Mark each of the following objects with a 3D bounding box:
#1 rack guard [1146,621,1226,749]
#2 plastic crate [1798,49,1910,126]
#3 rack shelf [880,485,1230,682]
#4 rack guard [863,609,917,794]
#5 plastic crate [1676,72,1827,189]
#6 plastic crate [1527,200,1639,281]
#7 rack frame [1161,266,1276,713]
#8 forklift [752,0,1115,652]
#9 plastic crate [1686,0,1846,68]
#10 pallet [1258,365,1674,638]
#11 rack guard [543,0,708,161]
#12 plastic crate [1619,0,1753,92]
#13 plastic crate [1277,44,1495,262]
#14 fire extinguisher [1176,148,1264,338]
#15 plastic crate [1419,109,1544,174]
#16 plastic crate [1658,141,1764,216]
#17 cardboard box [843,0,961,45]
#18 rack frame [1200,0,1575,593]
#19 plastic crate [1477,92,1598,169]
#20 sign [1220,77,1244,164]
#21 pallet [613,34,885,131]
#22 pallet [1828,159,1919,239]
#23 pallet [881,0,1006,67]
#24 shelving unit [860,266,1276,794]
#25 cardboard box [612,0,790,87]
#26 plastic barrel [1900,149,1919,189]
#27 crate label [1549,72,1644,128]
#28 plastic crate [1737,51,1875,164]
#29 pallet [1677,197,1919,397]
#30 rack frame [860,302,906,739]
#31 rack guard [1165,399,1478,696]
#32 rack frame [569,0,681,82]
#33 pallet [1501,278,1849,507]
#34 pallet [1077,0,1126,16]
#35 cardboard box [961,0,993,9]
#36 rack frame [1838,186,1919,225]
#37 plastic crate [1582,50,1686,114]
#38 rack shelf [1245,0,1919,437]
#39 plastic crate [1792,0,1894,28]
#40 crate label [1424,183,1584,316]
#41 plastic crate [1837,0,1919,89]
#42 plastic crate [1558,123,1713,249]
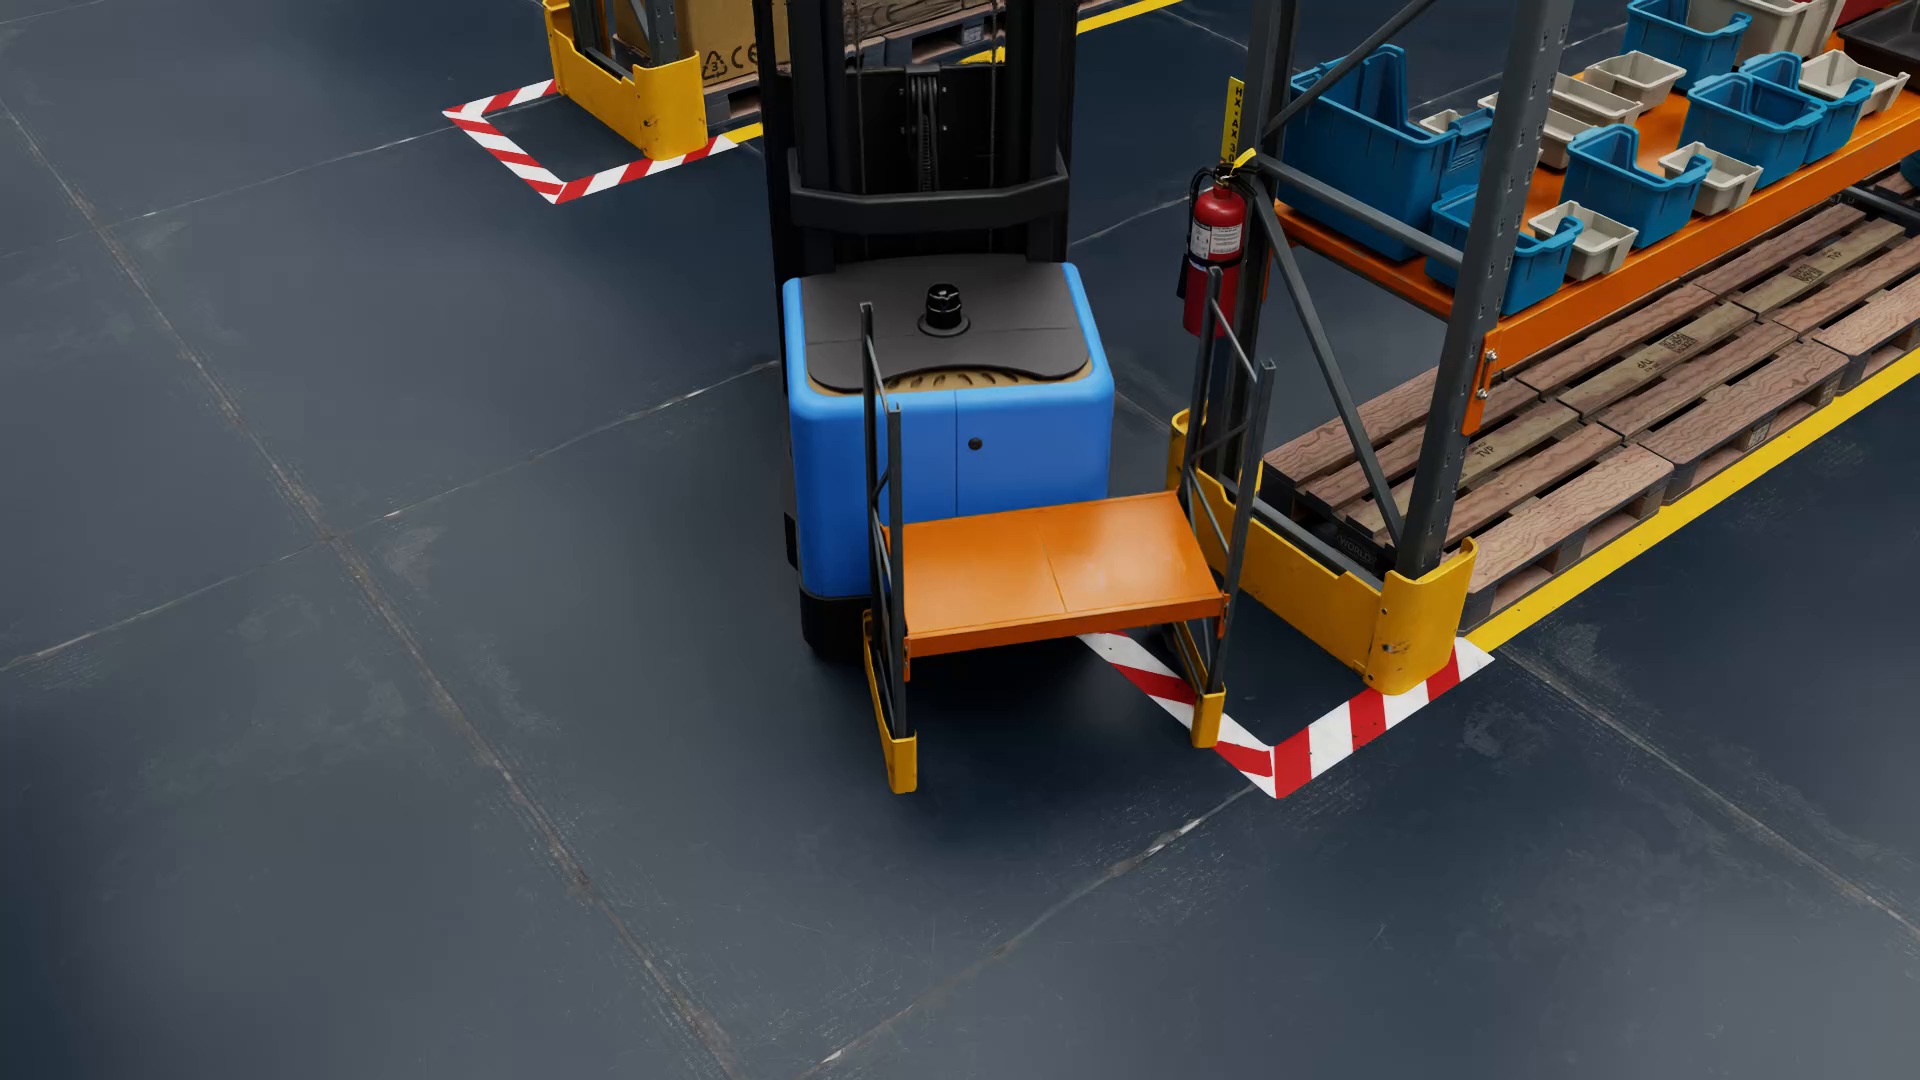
[{"bbox_3d":[0.748,0.391,5.549,0.087,0.250,0.587,-7,43,-9],"label":"rack guard"},{"bbox_3d":[3.213,-1.636,6.040,0.466,0.136,0.293,-26,46,-28],"label":"plastic crate"},{"bbox_3d":[0.273,0.124,5.174,1.000,0.185,0.538,-7,43,-9],"label":"rack shelf"},{"bbox_3d":[-0.229,0.515,5.399,0.087,0.250,0.587,-7,43,-9],"label":"rack guard"},{"bbox_3d":[2.679,-1.390,5.664,0.300,0.233,0.416,-26,46,-28],"label":"plastic crate"},{"bbox_3d":[1.940,-0.926,5.175,0.298,0.136,0.250,-26,46,-28],"label":"plastic crate"},{"bbox_3d":[0.773,-0.072,5.129,0.032,1.500,0.500,-7,43,-9],"label":"rack frame"},{"bbox_3d":[-0.176,-1.678,5.984,1.130,2.935,3.031,-4,40,-5],"label":"forklift"},{"bbox_3d":[3.088,-2.019,6.392,0.530,0.282,0.437,-26,46,-28],"label":"plastic crate"},{"bbox_3d":[1.917,-0.214,6.345,1.213,0.211,1.003,-26,46,-28],"label":"pallet"},{"bbox_3d":[-1.798,-2.508,8.913,0.348,0.500,1.175,-26,46,-28],"label":"rack guard"},{"bbox_3d":[2.711,-1.874,6.254,0.300,0.233,0.416,-26,46,-28],"label":"plastic crate"},{"bbox_3d":[1.391,-1.253,5.337,0.499,0.435,0.616,-26,46,-28],"label":"plastic crate"},{"bbox_3d":[0.843,-0.989,5.446,0.183,0.674,0.296,-26,46,-28],"label":"fire extinguisher"},{"bbox_3d":[1.775,-1.320,5.655,0.243,0.136,0.396,-26,46,-28],"label":"plastic crate"},{"bbox_3d":[2.478,-1.189,5.495,0.298,0.136,0.250,-26,46,-28],"label":"plastic crate"},{"bbox_3d":[-0.599,-3.464,9.452,0.875,0.875,0.875,-26,46,-28],"label":"cardboard box"},{"bbox_3d":[1.239,-0.993,5.095,0.127,3.000,1.000,-26,46,-28],"label":"rack frame"},{"bbox_3d":[2.014,-1.425,5.783,0.243,0.136,0.396,-26,46,-28],"label":"plastic crate"},{"bbox_3d":[0.891,-1.327,5.373,0.005,0.325,0.100,-26,46,-28],"label":"sign"},{"bbox_3d":[-1.193,-2.754,9.441,1.213,0.211,1.003,-26,46,-28],"label":"pallet"},{"bbox_3d":[5.048,-1.738,8.202,1.213,0.211,1.003,-26,46,-28],"label":"pallet"},{"bbox_3d":[-0.226,-3.223,10.012,1.213,0.211,1.003,-26,46,-28],"label":"pallet"},{"bbox_3d":[0.266,-0.007,5.051,1.083,1.500,0.587,-7,43,-9],"label":"shelving unit"},{"bbox_3d":[-1.320,-3.112,9.023,0.875,0.875,0.875,-26,46,-28],"label":"cardboard box"},{"bbox_3d":[4.852,-2.092,7.758,0.708,0.901,0.600,-26,46,-28],"label":"plastic barrel"},{"bbox_3d":[2.220,-1.545,5.929,0.243,0.136,0.396,-26,46,-28],"label":"crate label"},{"bbox_3d":[2.917,-1.506,5.806,0.300,0.233,0.416,-26,46,-28],"label":"plastic crate"},{"bbox_3d":[3.851,-1.157,7.494,1.213,0.211,1.003,-26,46,-28],"label":"pallet"},{"bbox_3d":[-0.224,0.055,4.976,0.032,1.500,0.500,-7,43,-9],"label":"rack frame"},{"bbox_3d":[1.228,-0.011,5.869,0.348,0.500,1.175,-26,46,-28],"label":"rack guard"},{"bbox_3d":[-1.779,-3.484,8.132,0.127,3.000,1.000,-26,46,-28],"label":"rack frame"},{"bbox_3d":[2.883,-0.683,6.916,1.213,0.211,1.003,-26,46,-28],"label":"pallet"},{"bbox_3d":[0.742,-3.697,10.590,1.213,0.211,1.003,-26,46,-28],"label":"pallet"},{"bbox_3d":[0.107,-3.808,9.871,0.875,0.875,0.875,-26,46,-28],"label":"cardboard box"},{"bbox_3d":[4.411,-2.539,6.980,0.127,3.000,1.000,-26,46,-28],"label":"rack frame"},{"bbox_3d":[2.443,-1.669,6.080,0.250,0.136,0.298,-26,46,-28],"label":"plastic crate"},{"bbox_3d":[2.825,-1.488,6.266,4.000,0.370,1.077,-26,46,-28],"label":"rack shelf"},{"bbox_3d":[3.550,-2.368,6.674,0.583,0.464,0.402,-26,46,-28],"label":"plastic crate"},{"bbox_3d":[1.635,-0.881,5.044,0.303,0.233,0.416,-26,46,-28],"label":"crate label"},{"bbox_3d":[3.687,-1.888,6.356,0.590,0.125,0.437,-26,46,-28],"label":"plastic crate"},{"bbox_3d":[2.157,-1.136,5.354,0.300,0.233,0.416,-26,46,-28],"label":"plastic crate"}]
